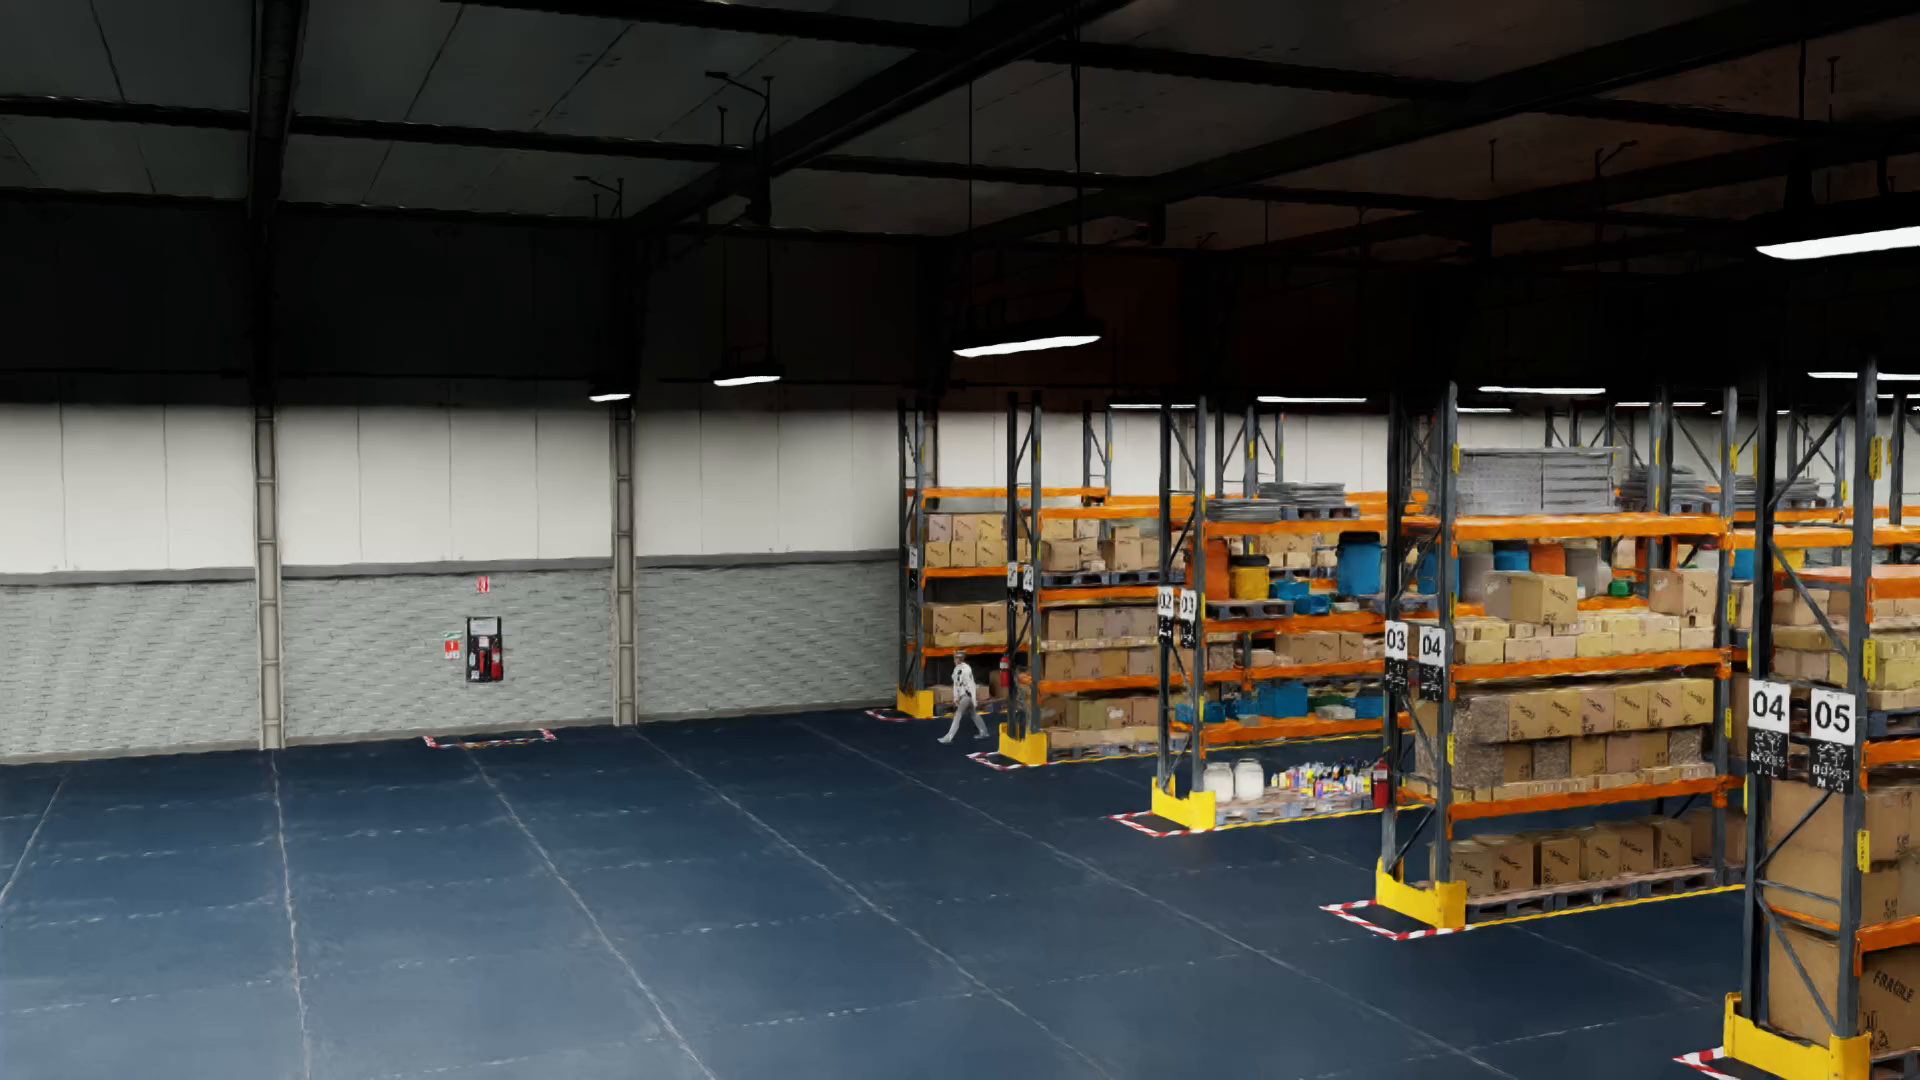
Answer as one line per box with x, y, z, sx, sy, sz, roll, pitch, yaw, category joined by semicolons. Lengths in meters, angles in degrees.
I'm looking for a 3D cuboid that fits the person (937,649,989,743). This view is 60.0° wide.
0.032;2.668;28.659;1.071;1.585;0.499;-2;4;-24;person
